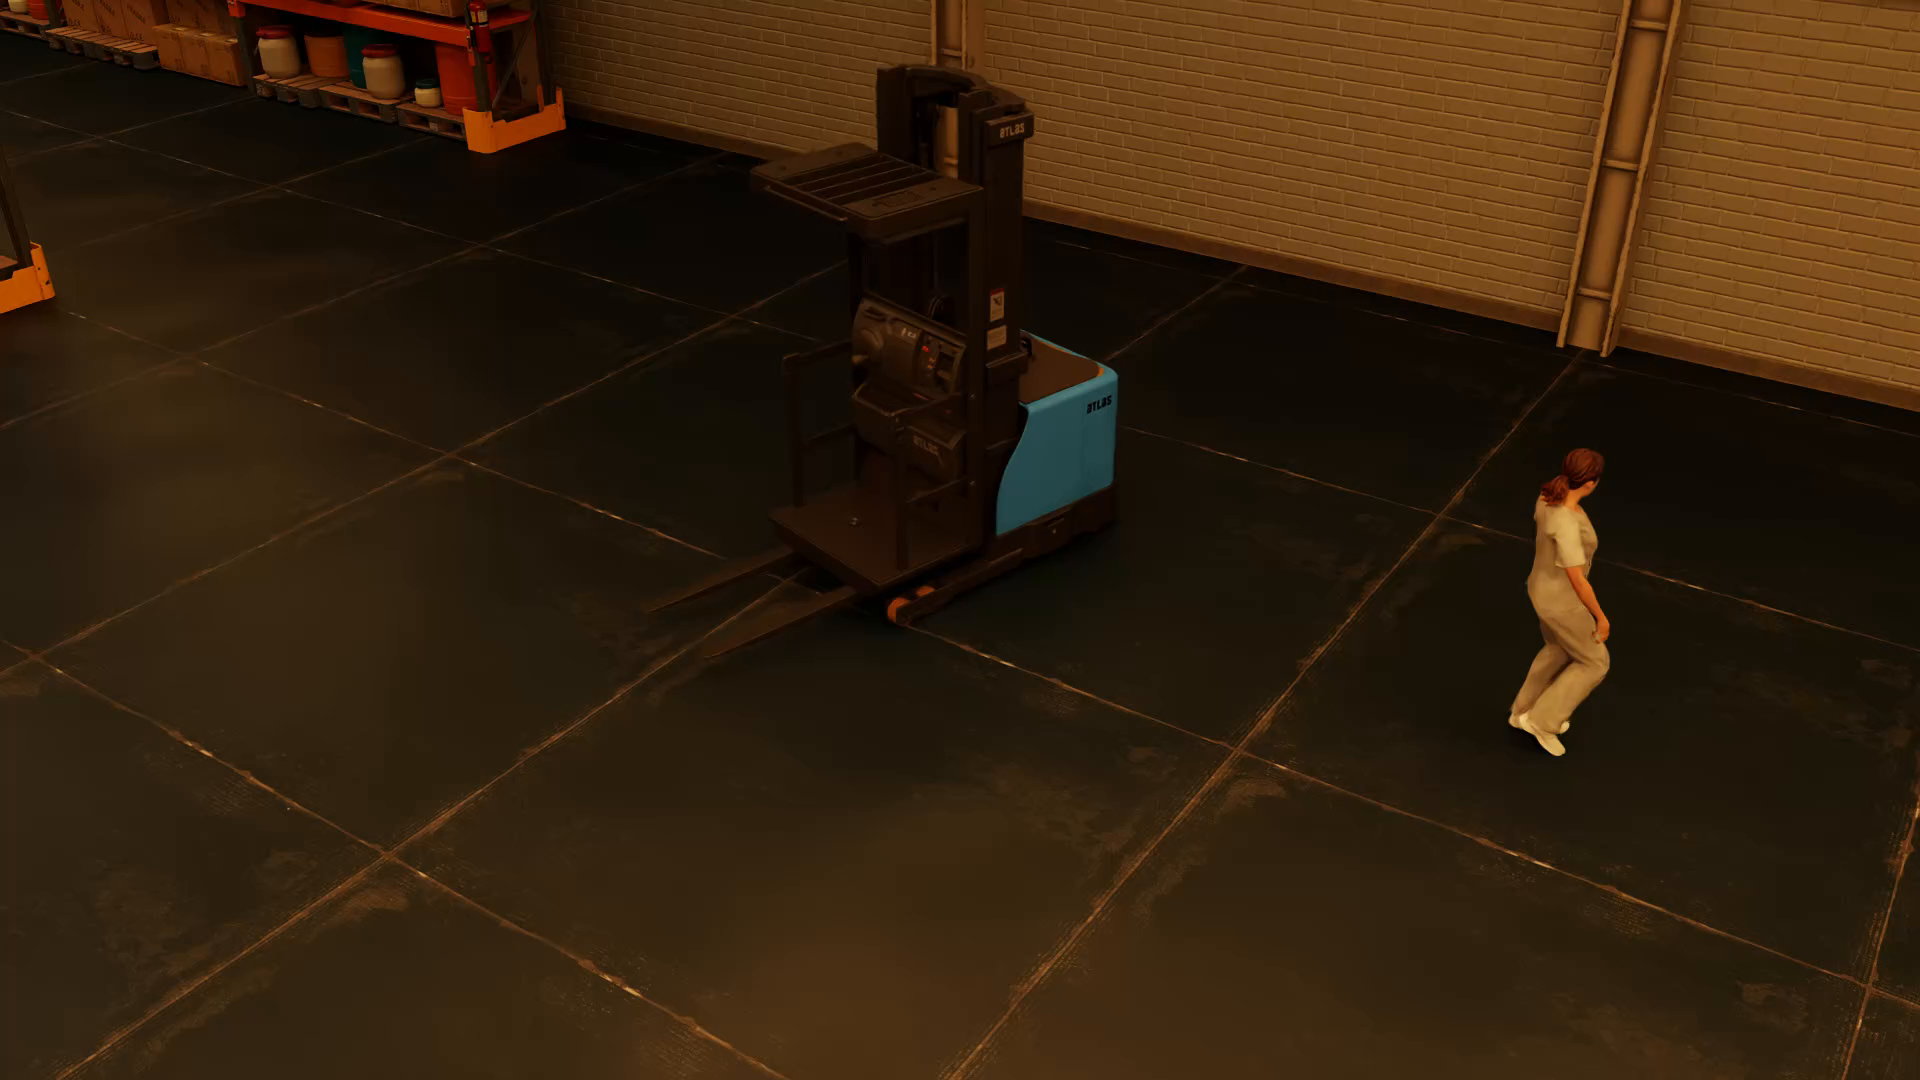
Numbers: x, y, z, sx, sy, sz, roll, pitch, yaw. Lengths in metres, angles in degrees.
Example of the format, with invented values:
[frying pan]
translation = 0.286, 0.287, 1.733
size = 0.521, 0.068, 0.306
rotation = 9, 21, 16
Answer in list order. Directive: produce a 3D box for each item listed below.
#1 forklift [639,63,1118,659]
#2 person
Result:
[forklift]
translation = -0.457, -1.064, 9.414
size = 3.031, 2.935, 1.130
rotation = -24, 38, -35
[person]
translation = 3.049, 0.284, 8.400
size = 0.480, 1.650, 0.713
rotation = 5, 30, 8
